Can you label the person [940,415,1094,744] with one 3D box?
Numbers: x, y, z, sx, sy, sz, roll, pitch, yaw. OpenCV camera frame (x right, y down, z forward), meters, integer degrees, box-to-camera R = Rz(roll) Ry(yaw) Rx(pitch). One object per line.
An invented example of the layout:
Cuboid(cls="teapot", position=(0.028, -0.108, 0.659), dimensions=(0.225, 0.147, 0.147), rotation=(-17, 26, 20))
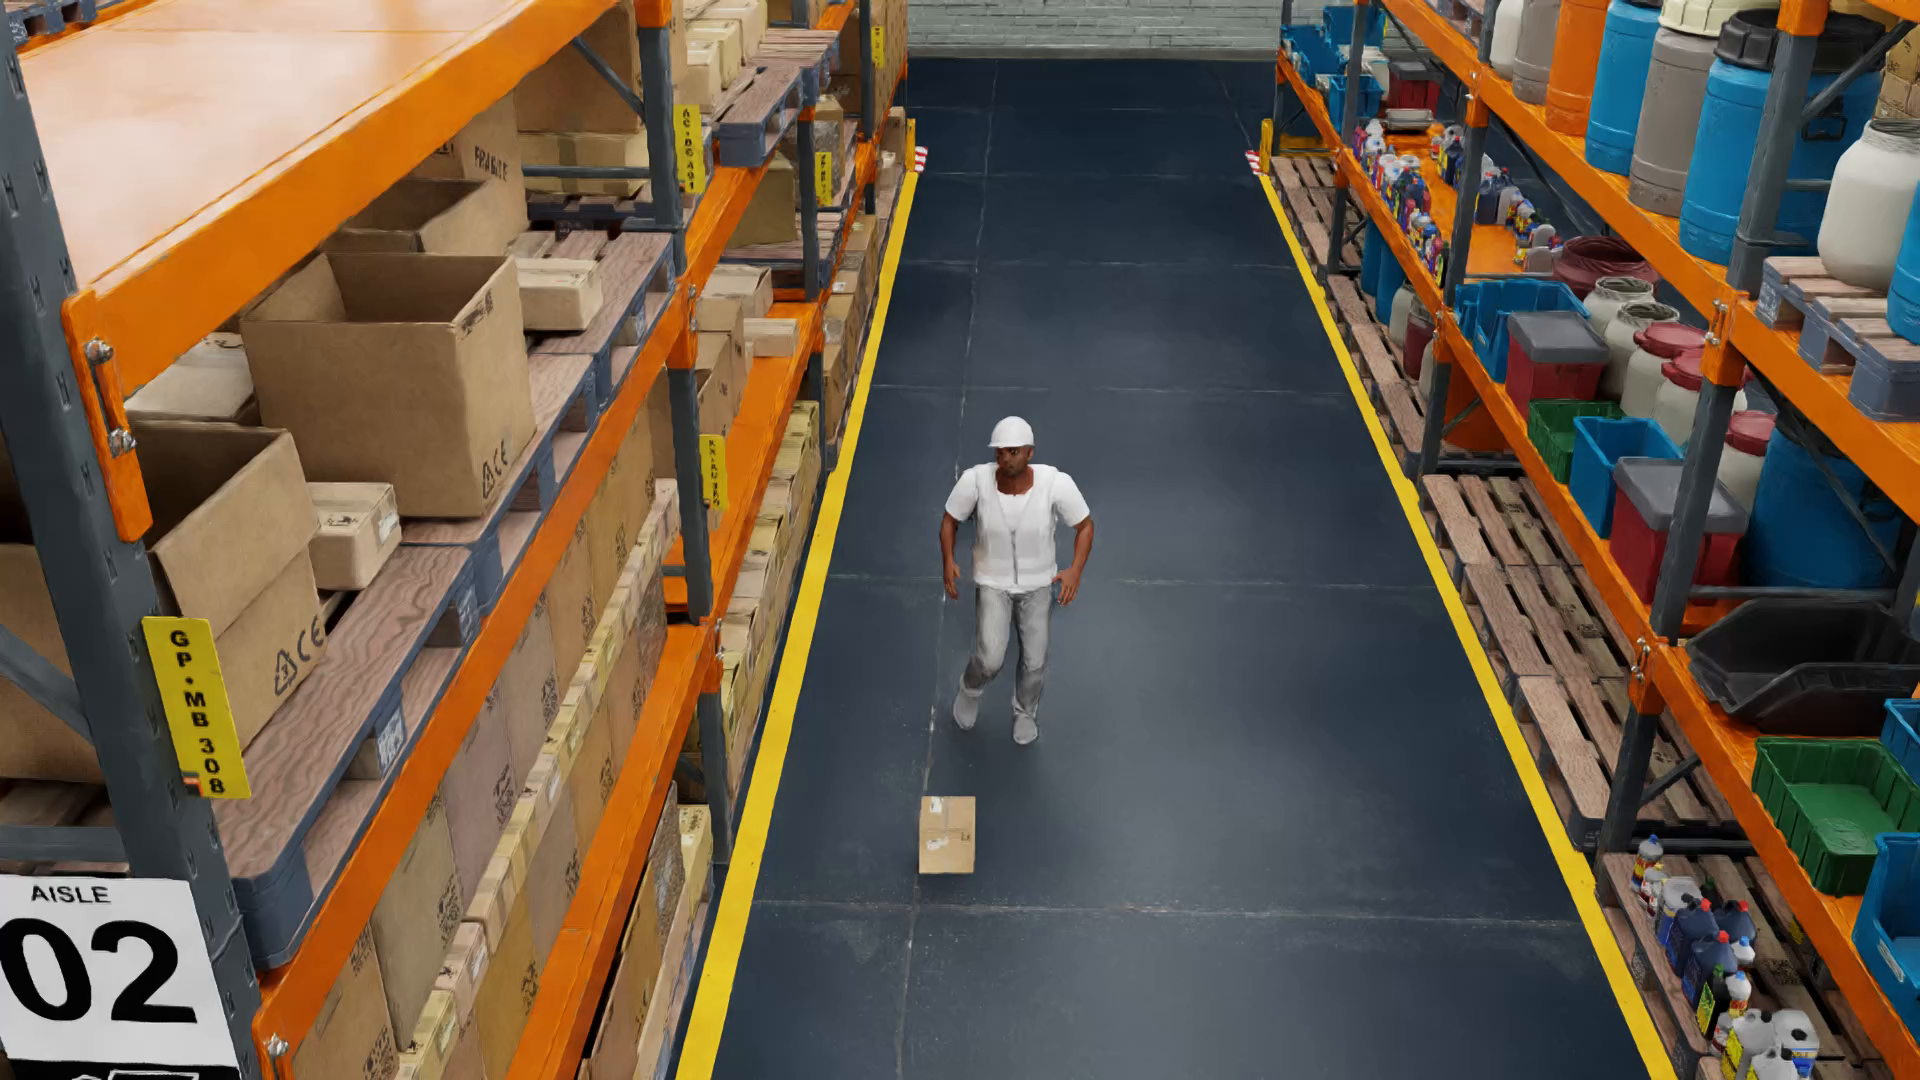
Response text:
Cuboid(cls="person", position=(0.288, 0.216, 8.225), dimensions=(0.753, 1.732, 0.524), rotation=(-2, 28, -4))
